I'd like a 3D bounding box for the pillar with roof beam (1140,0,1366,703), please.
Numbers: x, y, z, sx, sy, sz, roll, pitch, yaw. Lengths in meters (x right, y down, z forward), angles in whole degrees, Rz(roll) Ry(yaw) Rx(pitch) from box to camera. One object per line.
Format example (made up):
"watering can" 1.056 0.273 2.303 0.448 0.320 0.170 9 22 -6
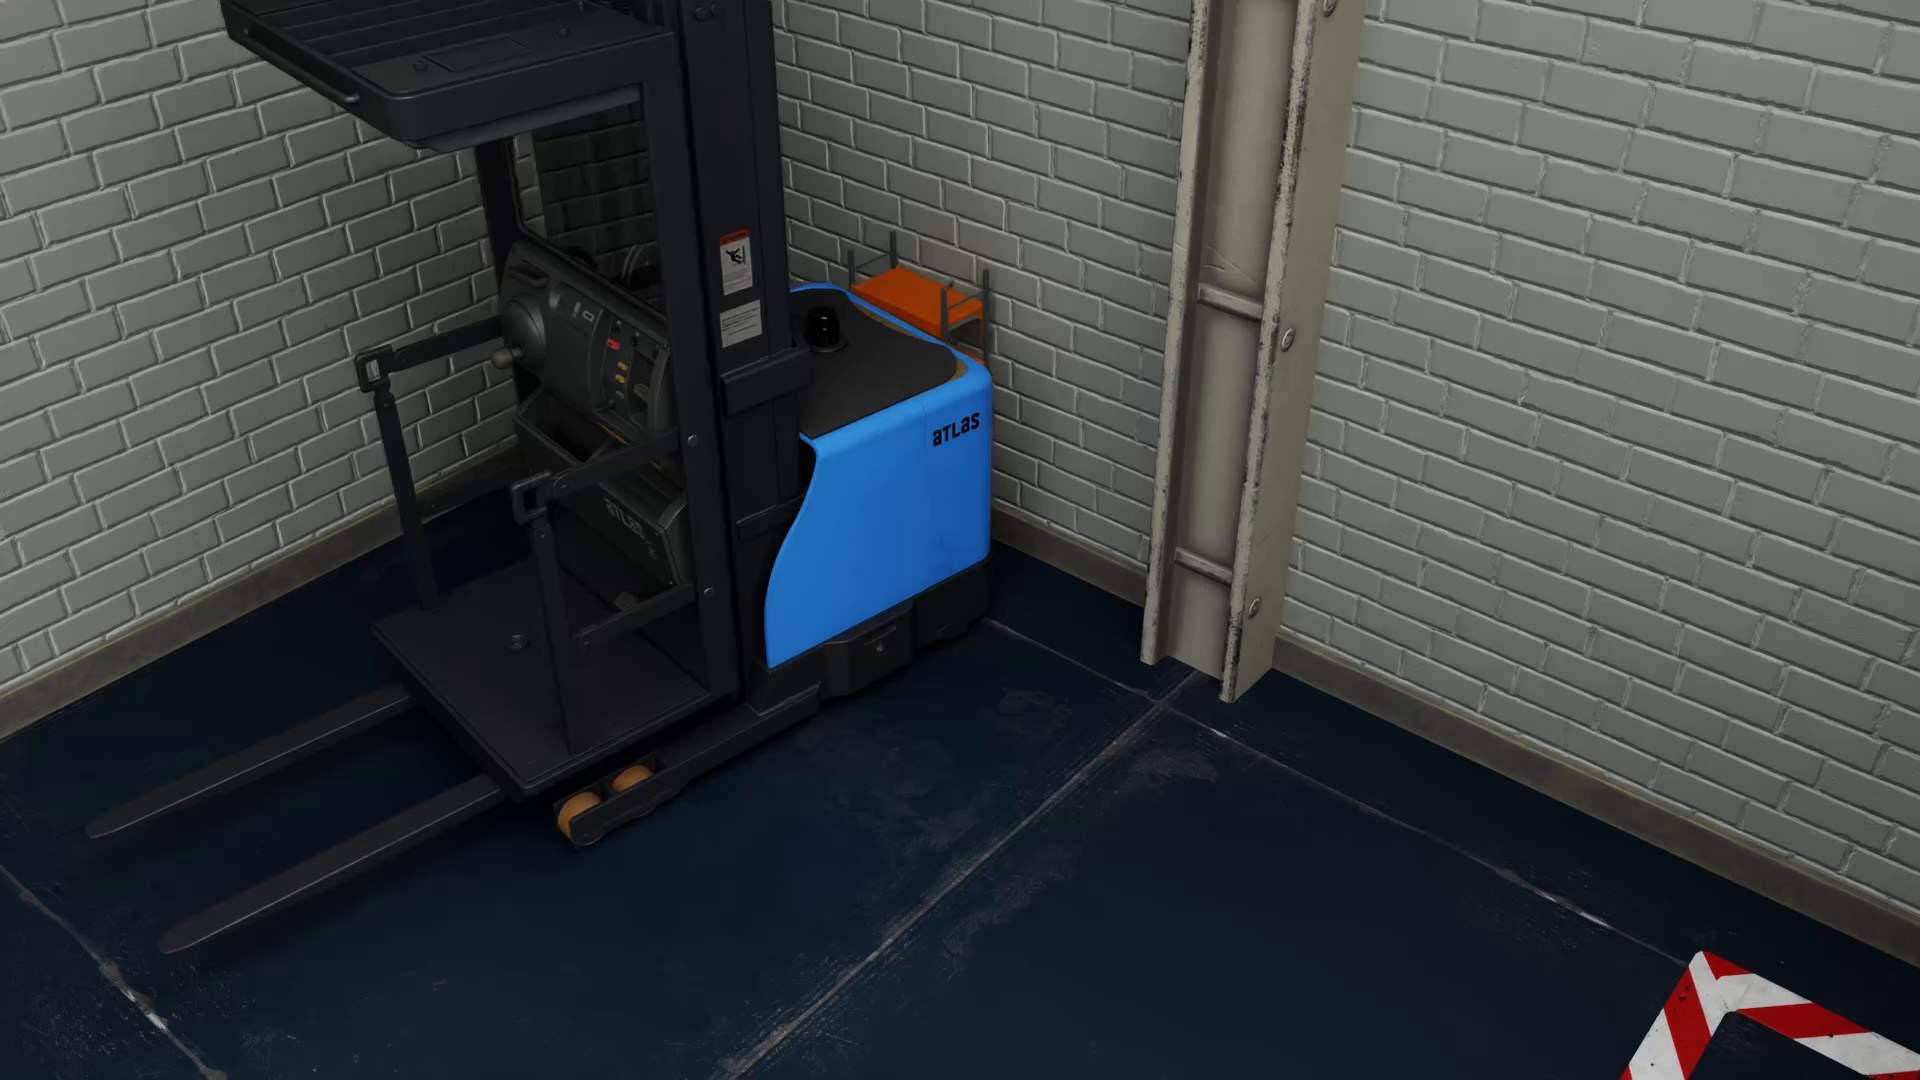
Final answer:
"pillar with roof beam" -1.846 -1.393 0.829 0.400 9.000 9.100 25 42 32

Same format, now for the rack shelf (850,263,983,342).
"rack shelf" -0.154 -0.863 6.250 0.480 0.148 0.258 29 44 35

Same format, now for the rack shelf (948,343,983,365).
"rack shelf" -0.152 -0.669 6.386 0.480 0.148 0.258 29 44 35

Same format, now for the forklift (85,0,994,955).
"forklift" -1.315 -0.568 4.988 3.031 2.935 1.130 -26 42 -33

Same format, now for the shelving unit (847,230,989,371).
"shelving unit" -0.150 -0.541 6.476 0.503 1.200 0.258 29 44 35

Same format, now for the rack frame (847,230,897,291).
"rack frame" -0.326 -0.637 6.616 0.015 1.200 0.240 29 44 35

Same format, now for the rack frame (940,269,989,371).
"rack frame" 0.025 -0.445 6.336 0.015 1.200 0.240 29 44 35

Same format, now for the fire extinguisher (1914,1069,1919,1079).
"fire extinguisher" 1.995 0.909 3.174 0.183 0.674 0.296 25 42 32
